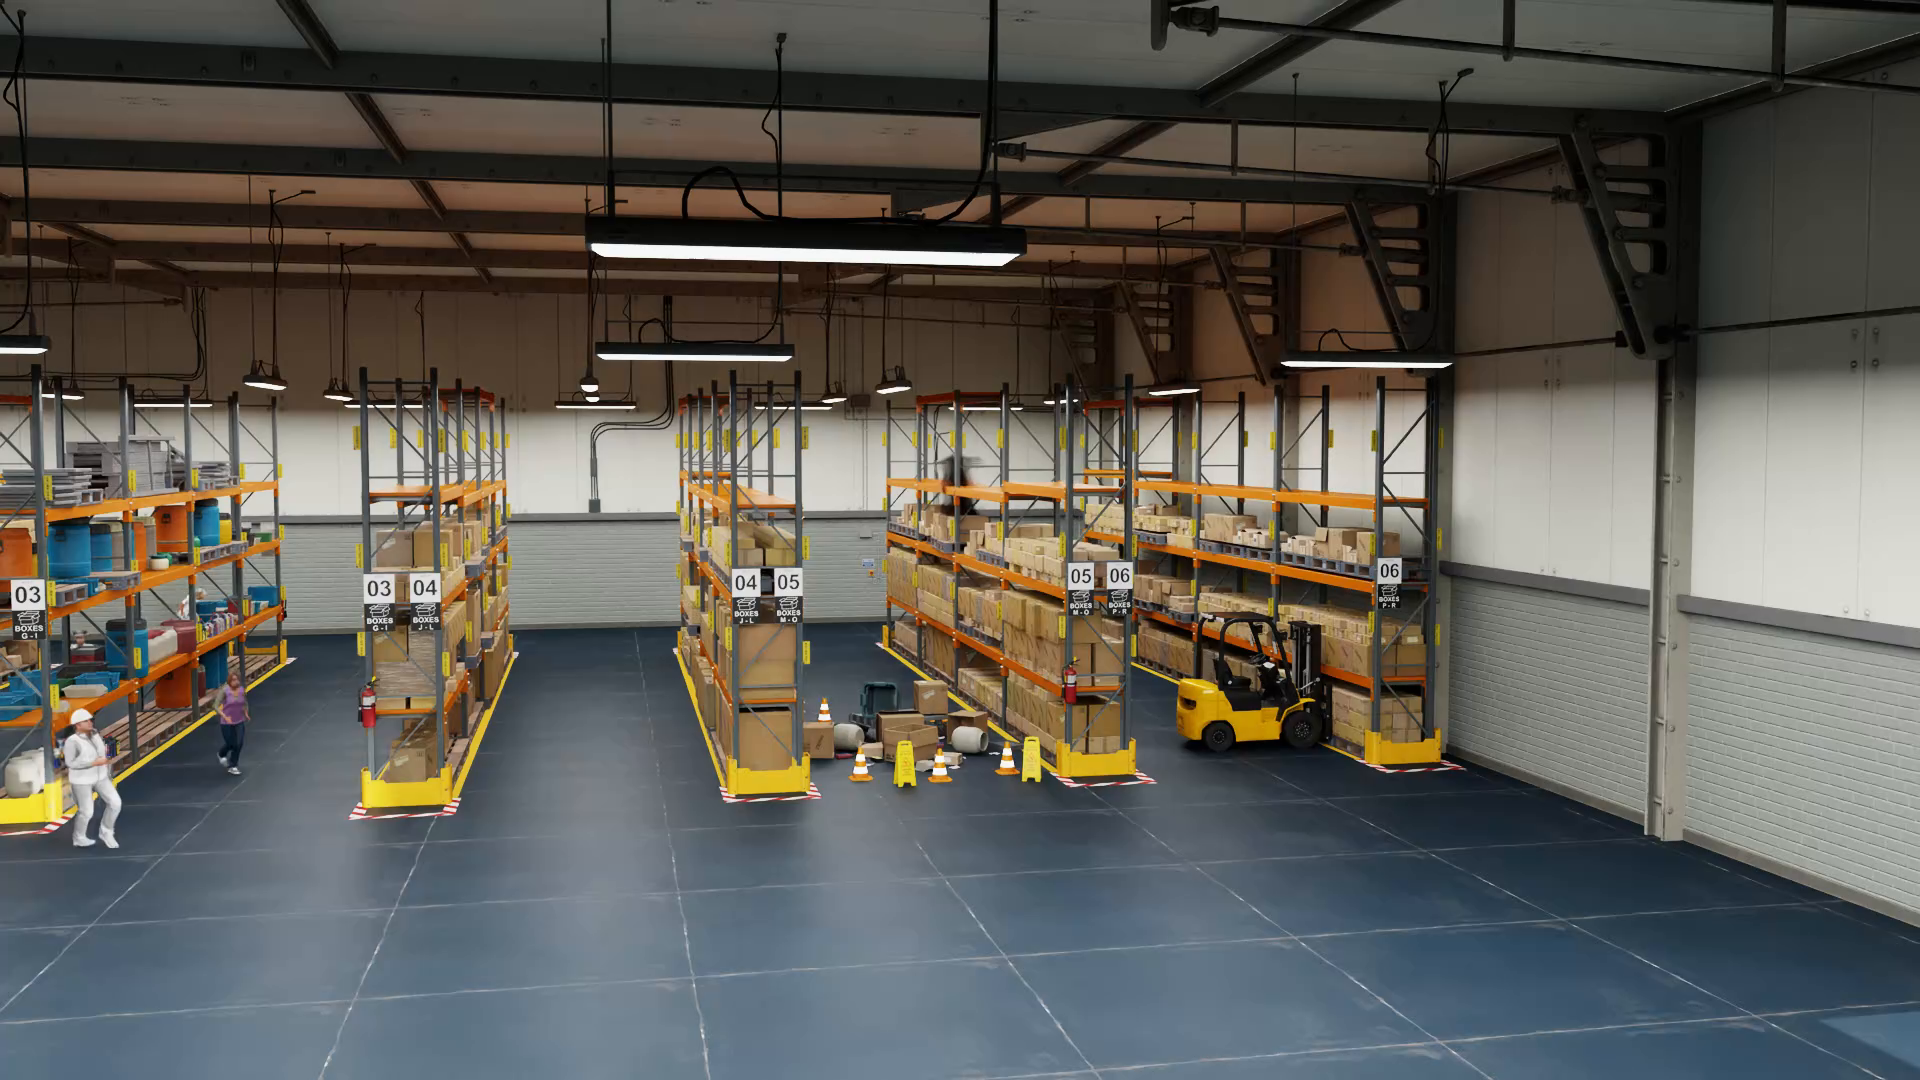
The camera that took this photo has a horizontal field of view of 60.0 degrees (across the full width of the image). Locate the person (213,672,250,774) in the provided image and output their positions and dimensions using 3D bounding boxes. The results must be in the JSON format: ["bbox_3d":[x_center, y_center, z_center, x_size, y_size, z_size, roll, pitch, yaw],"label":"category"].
[{"bbox_3d":[-11.006,2.750,25.072,0.538,1.543,0.612,-3,5,-45],"label":"person"}]

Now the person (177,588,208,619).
[{"bbox_3d":[-18.556,1.901,39.850,1.101,1.504,0.611,0,3,5],"label":"person"}]

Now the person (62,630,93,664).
[{"bbox_3d":[-15.837,2.413,29.985,0.609,1.642,0.717,-1,4,-21],"label":"person"}]

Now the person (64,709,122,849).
[{"bbox_3d":[-10.628,2.935,20.250,0.696,1.788,0.623,1,4,23],"label":"person"}]
